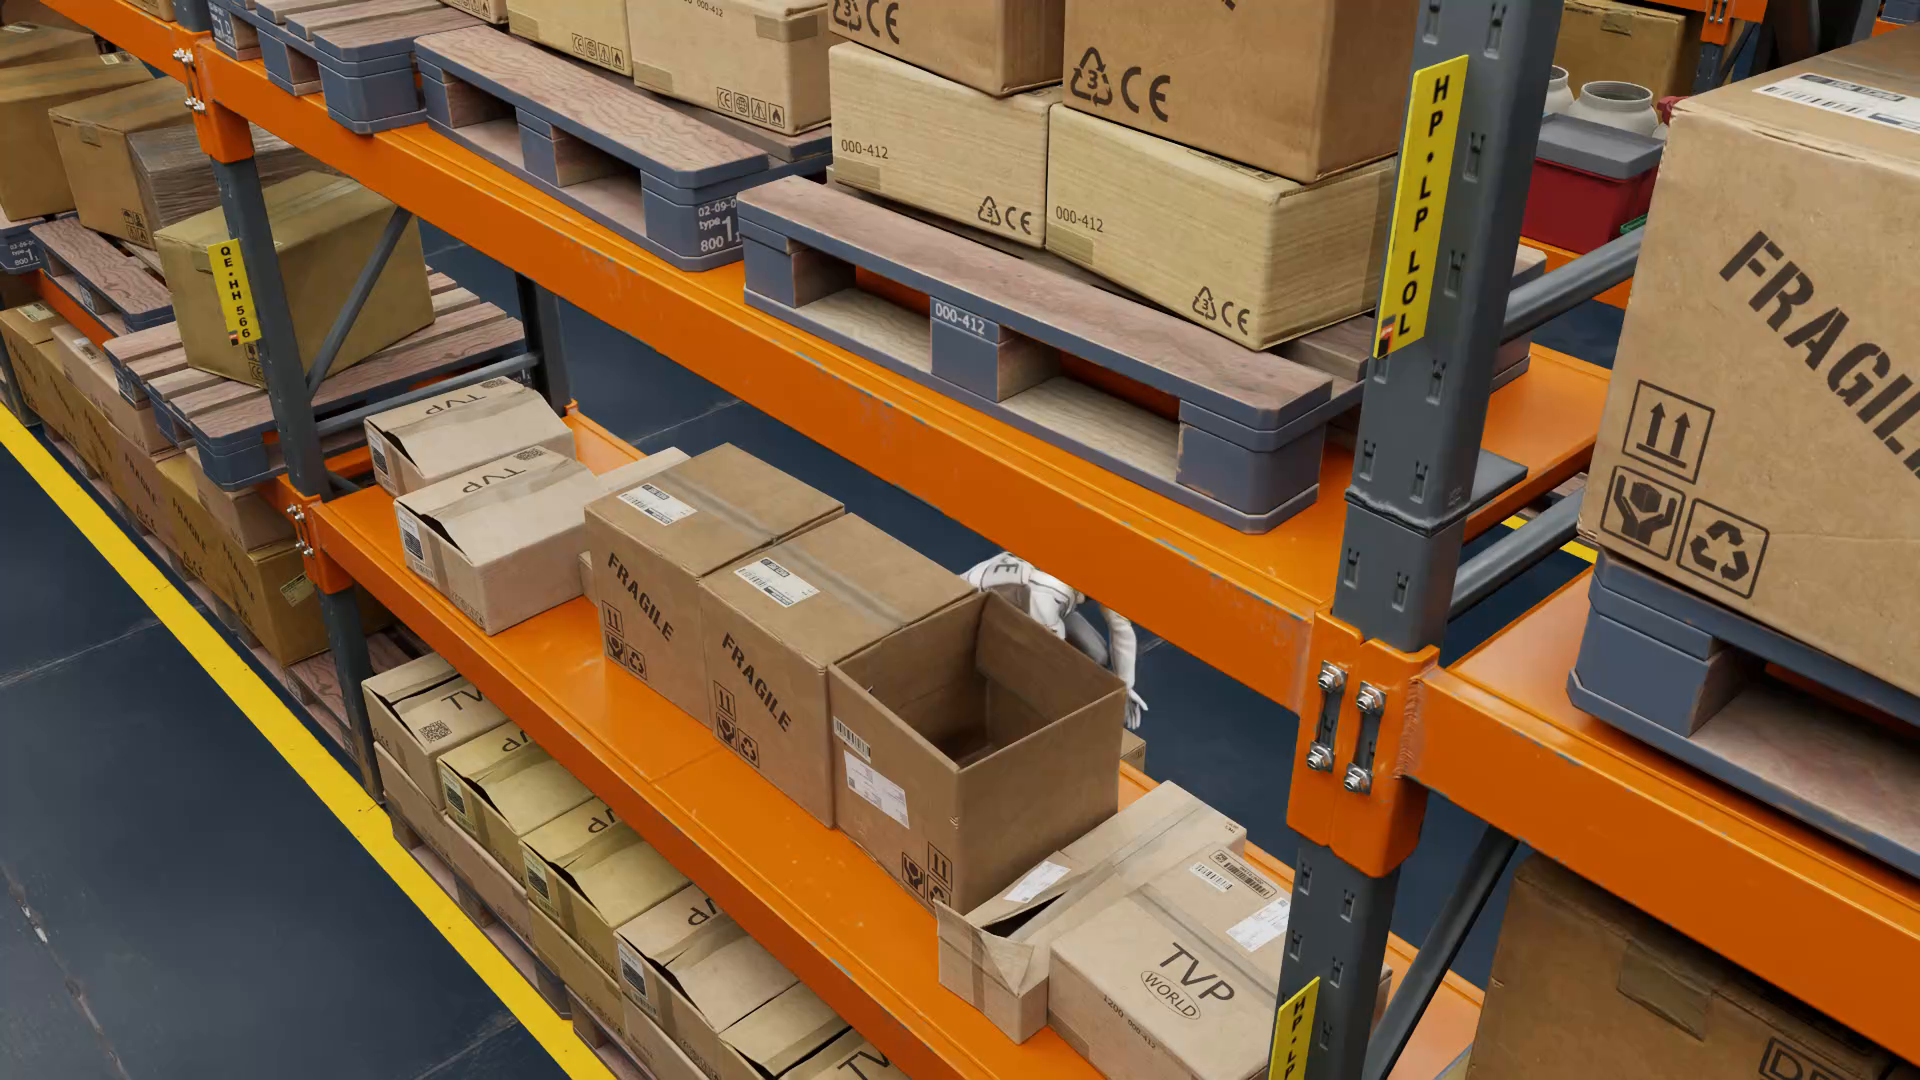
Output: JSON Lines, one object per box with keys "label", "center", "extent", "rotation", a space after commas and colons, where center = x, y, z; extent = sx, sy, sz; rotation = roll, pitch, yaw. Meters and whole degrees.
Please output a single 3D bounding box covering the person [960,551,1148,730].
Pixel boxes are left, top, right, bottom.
{"label": "person", "center": [0.354, 0.351, 6.179], "extent": [0.497, 1.028, 0.837], "rotation": [-26, 40, -35]}
